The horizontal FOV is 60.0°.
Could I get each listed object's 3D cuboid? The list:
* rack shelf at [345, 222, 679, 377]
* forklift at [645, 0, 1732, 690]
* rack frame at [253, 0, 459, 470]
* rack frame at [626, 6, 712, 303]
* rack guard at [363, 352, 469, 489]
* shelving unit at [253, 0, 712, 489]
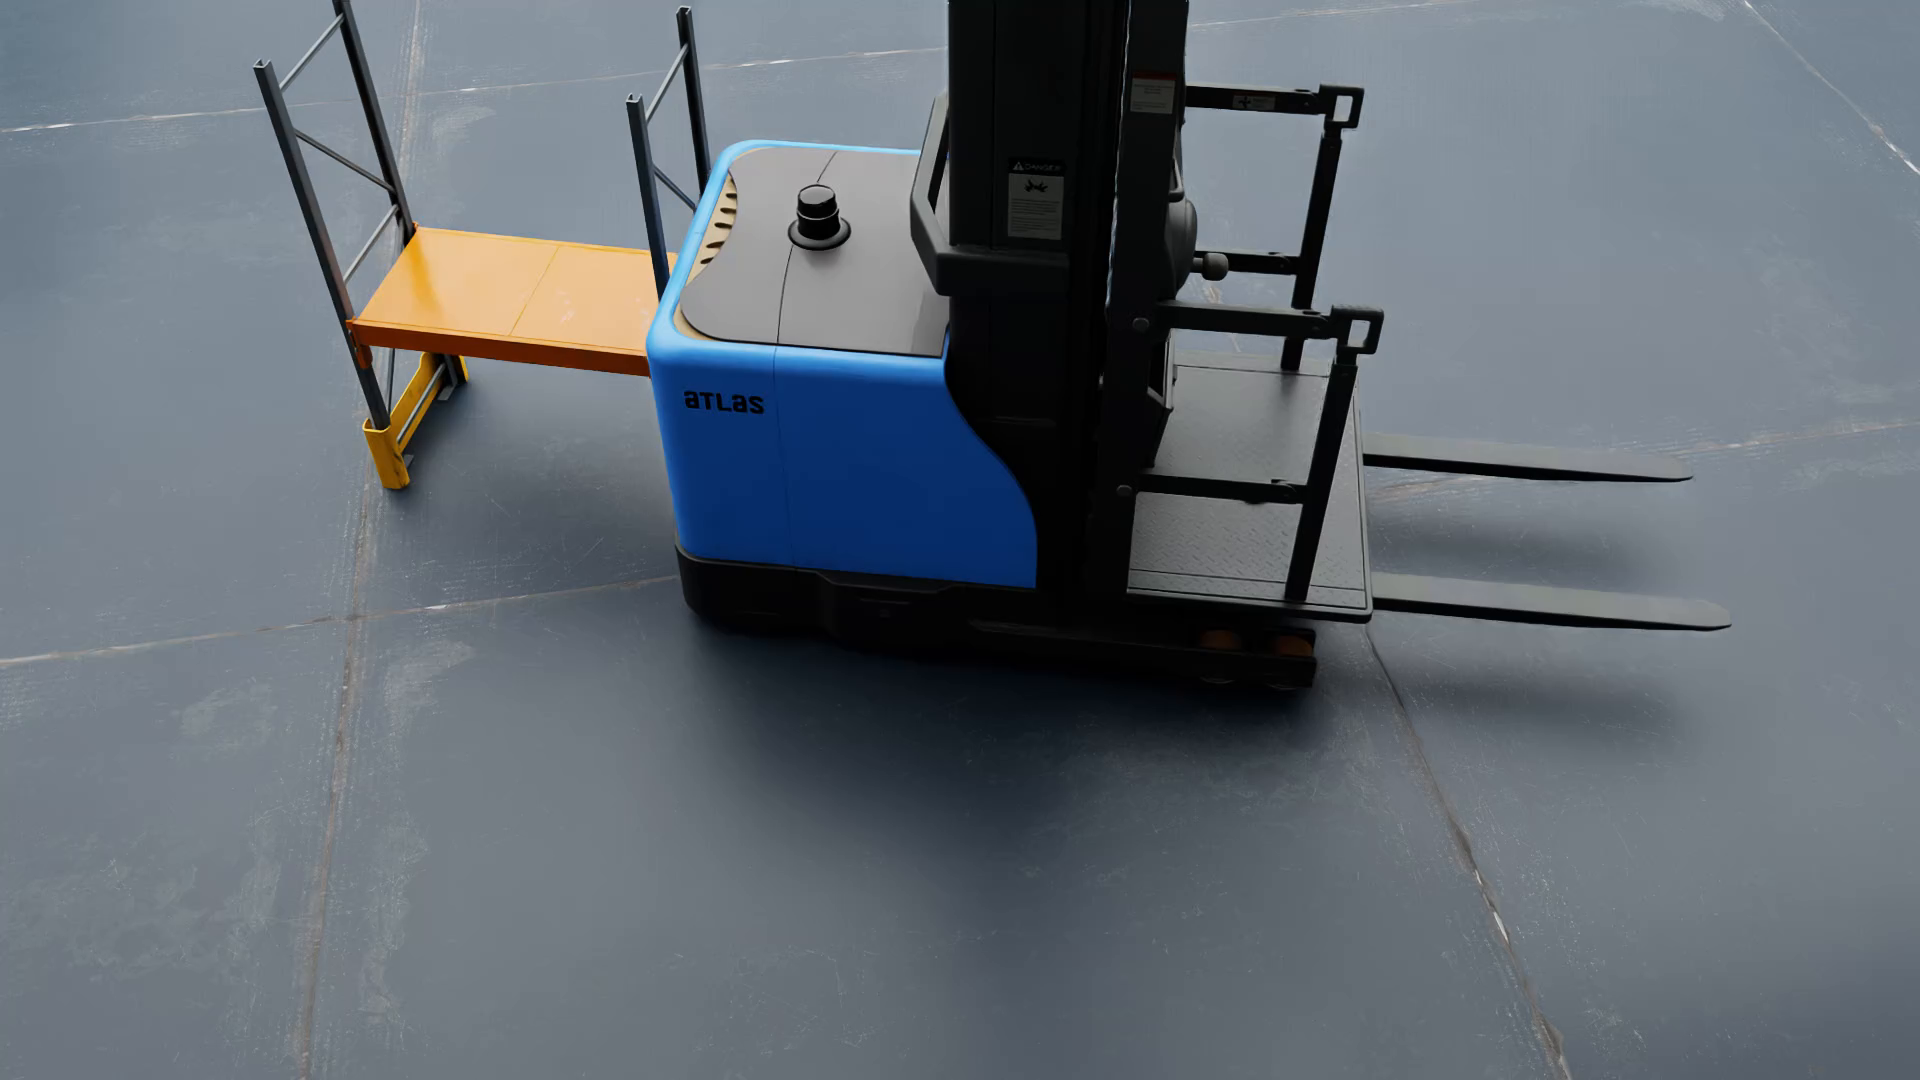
[{"bbox_3d":[-1.299,-0.711,5.143,1.000,0.185,0.538,7,46,7],"label":"rack shelf"},{"bbox_3d":[0.725,-0.990,4.169,3.031,2.935,1.130,5,46,5],"label":"forklift"},{"bbox_3d":[-1.800,-0.897,5.072,0.032,1.500,0.500,7,46,7],"label":"rack frame"},{"bbox_3d":[-0.798,-0.775,4.955,0.032,1.500,0.500,7,46,7],"label":"rack frame"},{"bbox_3d":[-1.799,-0.463,5.522,0.087,0.250,0.587,7,46,7],"label":"rack guard"},{"bbox_3d":[-1.308,-0.837,5.015,1.083,1.500,0.587,7,46,7],"label":"shelving unit"}]
